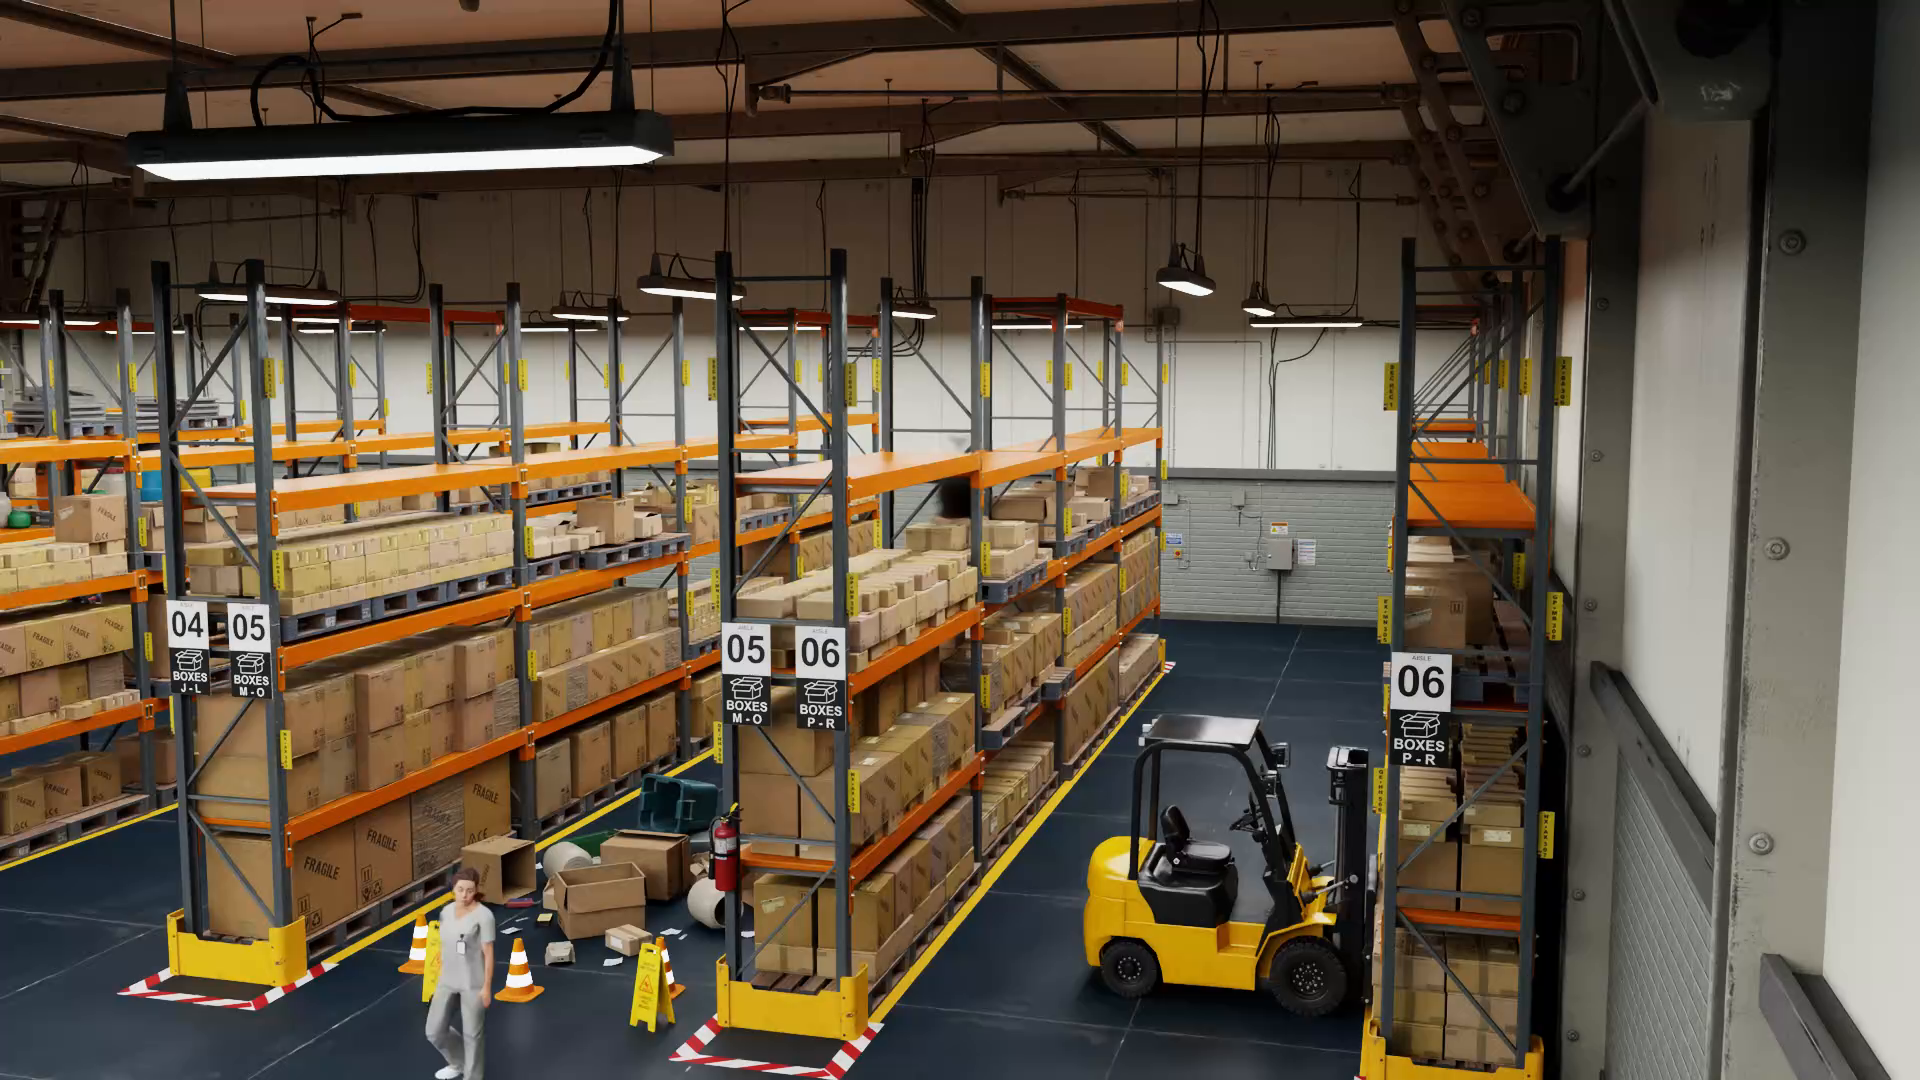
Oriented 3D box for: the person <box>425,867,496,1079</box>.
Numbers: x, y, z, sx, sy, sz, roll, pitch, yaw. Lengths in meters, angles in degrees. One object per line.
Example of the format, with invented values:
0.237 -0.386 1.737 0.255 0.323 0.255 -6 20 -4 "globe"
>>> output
-3.483 3.098 11.691 0.544 1.662 0.439 1 6 14 "person"
